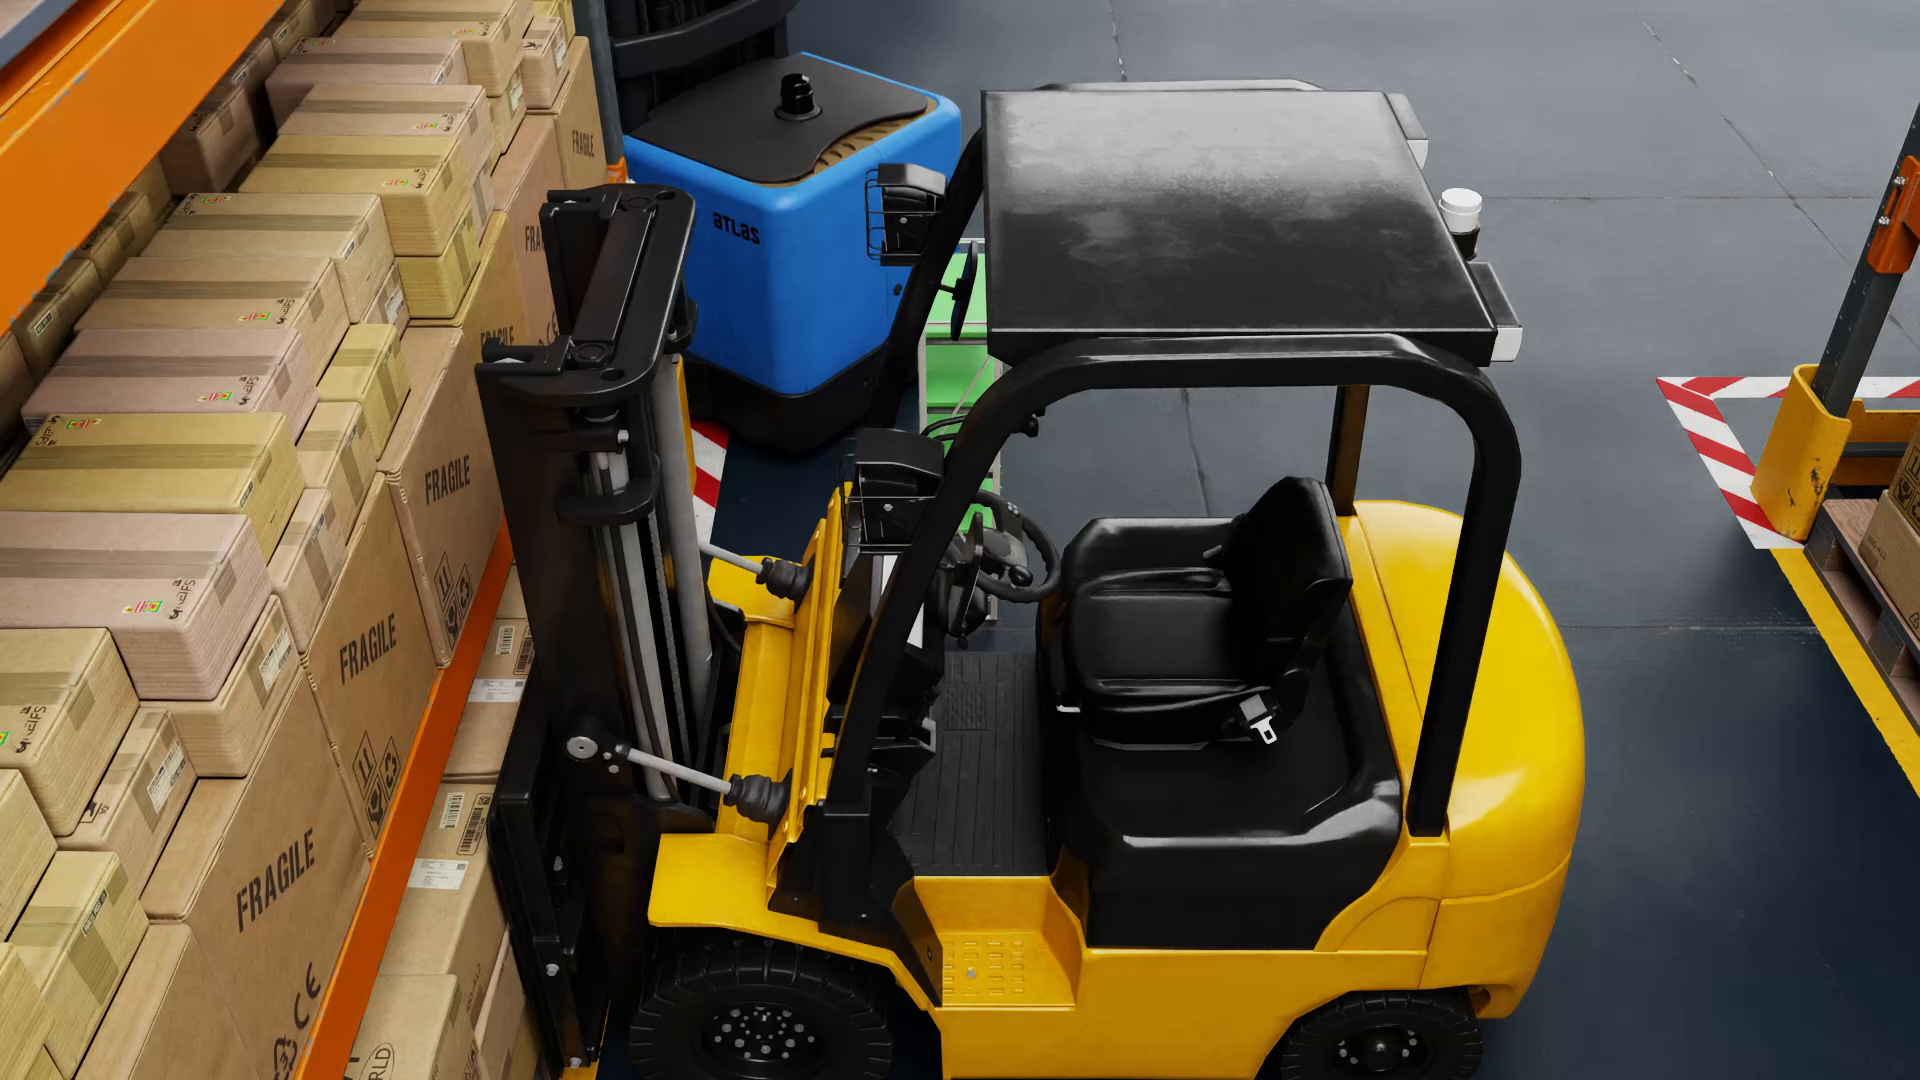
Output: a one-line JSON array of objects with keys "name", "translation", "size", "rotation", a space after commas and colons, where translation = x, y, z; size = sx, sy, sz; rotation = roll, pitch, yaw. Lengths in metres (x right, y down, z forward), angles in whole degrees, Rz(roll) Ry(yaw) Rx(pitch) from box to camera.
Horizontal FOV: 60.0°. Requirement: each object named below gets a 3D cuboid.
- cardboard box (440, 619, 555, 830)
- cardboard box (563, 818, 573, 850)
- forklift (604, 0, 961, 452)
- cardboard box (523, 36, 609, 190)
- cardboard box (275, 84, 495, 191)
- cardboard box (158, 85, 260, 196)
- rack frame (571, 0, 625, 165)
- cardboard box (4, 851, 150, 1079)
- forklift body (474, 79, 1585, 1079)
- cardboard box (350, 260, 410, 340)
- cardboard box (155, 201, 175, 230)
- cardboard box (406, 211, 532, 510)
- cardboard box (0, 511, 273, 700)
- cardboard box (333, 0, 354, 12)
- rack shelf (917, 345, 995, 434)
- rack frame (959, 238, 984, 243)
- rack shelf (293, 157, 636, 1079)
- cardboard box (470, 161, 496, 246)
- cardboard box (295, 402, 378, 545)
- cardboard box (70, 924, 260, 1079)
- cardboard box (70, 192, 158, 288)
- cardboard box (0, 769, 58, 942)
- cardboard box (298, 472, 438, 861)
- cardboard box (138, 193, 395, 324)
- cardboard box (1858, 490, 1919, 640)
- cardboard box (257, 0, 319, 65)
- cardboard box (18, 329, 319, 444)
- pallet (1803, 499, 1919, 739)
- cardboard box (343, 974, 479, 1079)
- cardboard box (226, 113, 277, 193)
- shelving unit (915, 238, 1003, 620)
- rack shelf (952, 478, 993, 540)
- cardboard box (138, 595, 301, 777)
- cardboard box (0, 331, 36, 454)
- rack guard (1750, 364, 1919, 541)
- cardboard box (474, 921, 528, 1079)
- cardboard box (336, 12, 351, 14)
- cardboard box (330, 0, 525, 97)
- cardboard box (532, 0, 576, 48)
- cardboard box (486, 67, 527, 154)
[{"name": "cardboard box", "translation": [-1.218, 0.441, 3.865], "size": [0.500, 0.250, 0.500], "rotation": [-1, 39, -1]}, {"name": "cardboard box", "translation": [-1.219, 0.834, 4.174], "size": [0.500, 0.250, 0.500], "rotation": [1, 39, 1]}, {"name": "forklift", "translation": [-1.457, -2.217, 6.173], "size": [3.031, 2.935, 1.130], "rotation": [26, 45, 28]}, {"name": "cardboard box", "translation": [-1.278, -1.049, 4.581], "size": [0.500, 0.500, 0.500], "rotation": [-1, 39, -1]}, {"name": "cardboard box", "translation": [-1.234, -0.866, 3.595], "size": [0.380, 0.149, 0.250], "rotation": [1, 39, 1]}, {"name": "cardboard box", "translation": [-1.762, -0.867, 3.597], "size": [0.380, 0.149, 0.250], "rotation": [1, 39, 1]}, {"name": "rack frame", "translation": [-1.541, -1.318, 4.996], "size": [1.000, 3.000, 0.127], "rotation": [0, 39, 0]}, {"name": "cardboard box", "translation": [-1.275, 0.530, 2.091], "size": [0.380, 0.149, 0.250], "rotation": [1, 39, 1]}, {"name": "forklift body", "translation": [0.286, 0.198, 3.783], "size": [2.313, 2.155, 1.214], "rotation": [0, 39, 0]}, {"name": "cardboard box", "translation": [-1.324, -0.435, 3.295], "size": [0.380, 0.149, 0.250], "rotation": [0, 39, 0]}, {"name": "cardboard box", "translation": [-1.869, -0.593, 3.493], "size": [0.380, 0.149, 0.250], "rotation": [1, 39, 2]}, {"name": "cardboard box", "translation": [-1.285, -0.404, 3.776], "size": [0.500, 0.500, 0.500], "rotation": [-1, 39, -1]}, {"name": "cardboard box", "translation": [-1.237, 0.092, 2.400], "size": [0.380, 0.149, 0.250], "rotation": [1, 39, 1]}, {"name": "cardboard box", "translation": [-1.754, -1.516, 4.406], "size": [0.380, 0.149, 0.250], "rotation": [-1, 39, -1]}, {"name": "rack shelf", "translation": [0.000, -0.502, 5.135], "size": [0.258, 0.148, 0.480], "rotation": [0, 39, 0]}, {"name": "rack frame", "translation": [0.000, -0.517, 5.436], "size": [0.240, 1.200, 0.015], "rotation": [0, 39, 0]}, {"name": "rack shelf", "translation": [-1.538, 0.214, 3.660], "size": [1.077, 0.370, 4.000], "rotation": [0, 39, 0]}, {"name": "cardboard box", "translation": [-1.255, -0.749, 3.687], "size": [0.380, 0.149, 0.250], "rotation": [-1, 39, -2]}, {"name": "cardboard box", "translation": [-1.246, -0.108, 2.888], "size": [0.380, 0.149, 0.250], "rotation": [-1, 39, -1]}, {"name": "cardboard box", "translation": [-1.276, 0.867, 2.189], "size": [0.500, 0.500, 0.500], "rotation": [-1, 39, -1]}, {"name": "cardboard box", "translation": [-1.781, -0.548, 3.199], "size": [0.380, 0.149, 0.250], "rotation": [0, 39, 0]}, {"name": "cardboard box", "translation": [-1.348, 0.412, 2.000], "size": [0.380, 0.149, 0.250], "rotation": [1, 39, 1]}, {"name": "cardboard box", "translation": [-1.294, 0.225, 2.991], "size": [0.500, 0.500, 0.500], "rotation": [0, 39, 0]}, {"name": "cardboard box", "translation": [-1.322, -0.543, 3.192], "size": [0.380, 0.149, 0.250], "rotation": [0, 39, 1]}, {"name": "cardboard box", "translation": [3.147, 0.090, 5.102], "size": [0.500, 0.250, 0.500], "rotation": [0, 39, 0]}, {"name": "cardboard box", "translation": [-1.773, -1.187, 3.996], "size": [0.380, 0.149, 0.250], "rotation": [1, 39, 1]}, {"name": "cardboard box", "translation": [-1.321, -0.230, 2.801], "size": [0.380, 0.149, 0.250], "rotation": [0, 39, 0]}, {"name": "pallet", "translation": [3.389, 0.320, 5.182], "size": [1.003, 0.211, 1.213], "rotation": [0, 39, 0]}, {"name": "cardboard box", "translation": [-1.213, 1.080, 3.067], "size": [0.500, 0.250, 0.500], "rotation": [0, 39, 0]}, {"name": "cardboard box", "translation": [-1.802, -0.917, 3.897], "size": [0.380, 0.149, 0.250], "rotation": [-1, 39, -2]}, {"name": "shelving unit", "translation": [0.000, -0.365, 5.246], "size": [0.258, 1.200, 0.503], "rotation": [0, 39, 0]}, {"name": "rack shelf", "translation": [0.000, -0.128, 5.436], "size": [0.258, 0.148, 0.480], "rotation": [0, 39, 0]}, {"name": "cardboard box", "translation": [-1.230, 0.213, 2.487], "size": [0.380, 0.149, 0.250], "rotation": [1, 39, 1]}, {"name": "cardboard box", "translation": [-1.808, -0.225, 2.795], "size": [0.380, 0.149, 0.250], "rotation": [0, 39, -1]}, {"name": "rack guard", "translation": [3.423, -0.301, 5.725], "size": [1.175, 0.500, 0.348], "rotation": [0, 39, 0]}, {"name": "cardboard box", "translation": [-1.220, 0.966, 3.609], "size": [0.500, 0.250, 0.500], "rotation": [0, 39, 0]}, {"name": "cardboard box", "translation": [-1.800, -1.397, 4.497], "size": [0.380, 0.149, 0.250], "rotation": [-1, 39, -1]}, {"name": "cardboard box", "translation": [-1.271, -1.184, 3.993], "size": [0.380, 0.149, 0.250], "rotation": [1, 39, 1]}, {"name": "cardboard box", "translation": [-1.260, -1.393, 4.491], "size": [0.380, 0.149, 0.250], "rotation": [0, 39, 1]}, {"name": "cardboard box", "translation": [-1.291, -1.071, 4.089], "size": [0.380, 0.149, 0.250], "rotation": [1, 39, 1]}]
